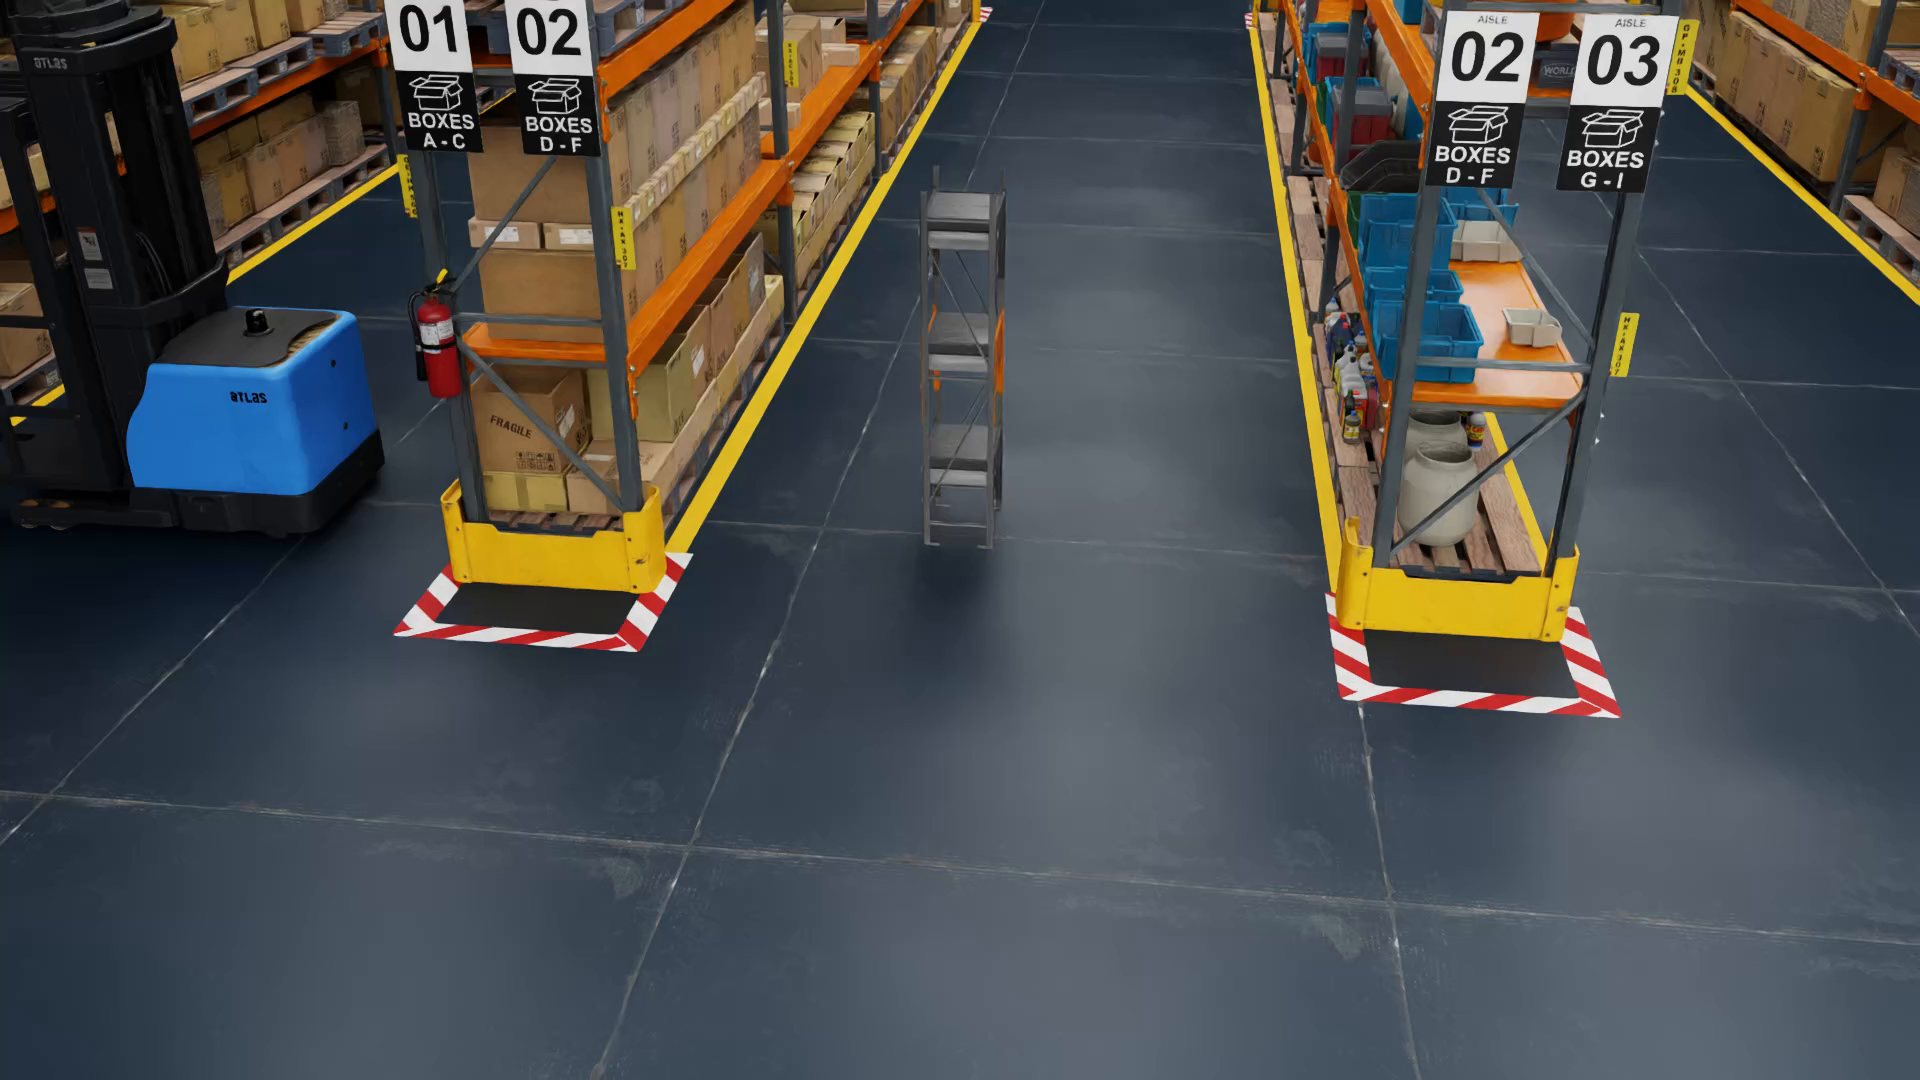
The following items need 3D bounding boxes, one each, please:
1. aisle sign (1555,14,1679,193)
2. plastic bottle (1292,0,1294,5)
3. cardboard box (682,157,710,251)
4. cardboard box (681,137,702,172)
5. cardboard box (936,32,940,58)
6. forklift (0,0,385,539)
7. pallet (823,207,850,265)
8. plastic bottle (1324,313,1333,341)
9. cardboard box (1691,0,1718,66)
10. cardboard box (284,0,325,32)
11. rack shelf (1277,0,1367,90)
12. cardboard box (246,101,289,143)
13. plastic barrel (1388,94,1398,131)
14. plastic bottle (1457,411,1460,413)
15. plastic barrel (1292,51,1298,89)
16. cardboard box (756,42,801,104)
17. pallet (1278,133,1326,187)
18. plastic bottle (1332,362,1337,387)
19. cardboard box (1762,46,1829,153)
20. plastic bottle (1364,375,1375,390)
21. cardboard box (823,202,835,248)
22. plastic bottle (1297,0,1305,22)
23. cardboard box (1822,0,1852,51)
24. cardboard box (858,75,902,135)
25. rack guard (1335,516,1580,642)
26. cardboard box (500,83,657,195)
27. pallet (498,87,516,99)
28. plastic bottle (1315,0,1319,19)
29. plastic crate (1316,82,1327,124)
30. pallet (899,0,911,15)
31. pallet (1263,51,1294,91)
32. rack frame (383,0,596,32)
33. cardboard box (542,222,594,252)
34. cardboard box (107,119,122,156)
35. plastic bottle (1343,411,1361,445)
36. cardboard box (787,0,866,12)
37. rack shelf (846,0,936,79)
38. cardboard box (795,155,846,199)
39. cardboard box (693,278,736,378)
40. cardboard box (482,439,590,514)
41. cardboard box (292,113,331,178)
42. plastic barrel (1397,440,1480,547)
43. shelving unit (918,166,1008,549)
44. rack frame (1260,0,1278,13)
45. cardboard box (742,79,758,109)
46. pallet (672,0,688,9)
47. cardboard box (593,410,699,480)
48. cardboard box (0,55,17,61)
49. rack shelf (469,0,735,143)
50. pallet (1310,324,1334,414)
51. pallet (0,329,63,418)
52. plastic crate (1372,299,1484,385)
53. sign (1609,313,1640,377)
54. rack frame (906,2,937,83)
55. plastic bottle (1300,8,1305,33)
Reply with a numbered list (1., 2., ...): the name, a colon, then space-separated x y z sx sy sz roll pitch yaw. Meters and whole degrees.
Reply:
1. aisle sign: 2.943 -1.950 7.466 0.394 0.787 0.004 3 28 6
2. plastic bottle: 3.554 -5.710 17.317 0.152 0.276 0.135 3 28 6
3. cardboard box: -1.998 -2.138 10.451 0.700 0.500 0.500 4 29 8
4. cardboard box: -1.804 -2.371 10.200 0.380 0.149 0.250 4 29 7
5. cardboard box: -0.518 -5.990 20.076 0.500 0.311 0.500 3 28 6
6. forklift: -5.186 -1.594 9.619 3.031 2.935 1.130 3 28 6
7. pallet: -1.566 -2.726 14.588 1.003 0.211 1.213 3 28 6
8. plastic bottle: 2.664 -1.529 11.912 0.097 0.201 0.097 0 28 0
9. cardboard box: 9.317 -6.196 19.887 0.875 0.875 0.875 3 28 6
10. cardboard box: -6.281 -4.949 15.205 0.700 0.500 0.500 1 28 1
11. rack shelf: 3.886 -5.247 17.085 1.077 0.370 4.000 3 28 6
12. cardboard box: -6.418 -3.772 14.971 0.500 0.250 0.500 3 28 6
13. plastic barrel: 3.465 -3.293 12.845 0.301 0.262 0.301 0 28 0
14. plastic bottle: 3.246 -0.893 10.657 0.097 0.271 0.097 0 28 0
15. plastic barrel: 4.047 -5.511 18.587 0.600 0.901 0.708 3 28 6
16. cardboard box: -1.590 -3.682 13.316 0.500 0.500 0.500 5 29 10
17. pallet: 3.696 -3.768 16.522 1.003 0.211 1.213 3 28 6
18. plastic bottle: 2.559 -1.125 11.161 0.097 0.201 0.097 0 28 0
19. cardboard box: 8.779 -4.327 16.416 1.225 0.875 0.875 3 29 6
20. plastic bottle: 2.667 -0.982 10.897 0.097 0.201 0.097 0 28 0
21. cardboard box: -1.345 -2.663 13.987 0.500 0.250 0.500 3 28 5
22. plastic bottle: 3.407 -5.324 16.593 0.061 0.283 0.133 3 28 6
23. cardboard box: 8.438 -4.859 15.502 0.500 0.500 0.500 3 28 6
24. cardboard box: -0.877 -4.450 17.018 0.500 0.500 0.500 2 28 4
25. rack guard: 2.623 0.205 8.842 1.175 0.500 0.348 3 28 6
26. cardboard box: -2.119 -2.253 9.296 0.700 0.500 0.500 3 28 5
27. pallet: -5.721 -5.486 19.710 1.003 0.211 1.213 3 28 6
28. plastic bottle: 3.573 -5.403 16.739 0.061 0.283 0.133 3 28 6
29. plastic crate: 3.084 -3.482 13.275 0.450 0.188 0.662 3 28 6
30. pallet: -1.041 -5.743 17.450 1.003 0.211 1.213 3 28 6
31. pallet: 4.183 -5.626 19.970 1.003 0.211 1.213 3 28 6
32. rack frame: -2.255 -3.787 7.292 1.000 3.000 0.127 3 28 6
33. cardboard box: -1.993 -1.648 8.857 0.380 0.149 0.250 3 28 6
34. cardboard box: -6.439 -3.017 12.325 0.500 0.250 0.500 3 29 6
35. plastic bottle: 2.451 -0.708 10.389 0.097 0.201 0.097 0 28 0
36. cardboard box: -1.309 -5.444 16.144 0.700 0.500 0.500 -6 29 -11
37. rack shelf: -1.030 -5.537 17.623 1.077 0.370 4.000 3 28 6
38. cardboard box: -1.280 -3.154 14.307 0.500 0.311 0.500 4 29 8
39. cardboard box: -1.782 -1.396 10.844 0.500 0.500 0.500 3 28 6
40. cardboard box: -2.482 -0.390 9.768 0.500 0.250 0.500 3 28 6
41. cardboard box: -6.406 -3.714 15.652 0.700 0.500 0.500 3 28 6
42. plastic barrel: 2.666 -0.260 9.251 0.421 0.512 0.421 0 28 0
43. shelving unit: 0.020 -1.002 9.397 0.431 2.100 0.503 3 28 6
44. rack frame: 4.621 -8.388 22.157 1.000 3.000 0.127 3 28 6
45. cardboard box: -1.618 -3.102 11.556 0.380 0.149 0.250 3 28 5
46. pallet: -1.996 -3.335 9.708 1.003 0.211 1.213 3 28 6
47. cardboard box: -1.911 -0.596 10.149 0.500 0.250 0.500 3 28 6
48. cardboard box: -6.488 -3.112 11.711 0.500 0.500 0.500 3 28 6
49. rack shelf: -2.010 -3.091 9.922 1.077 0.370 4.000 3 28 6
50. pallet: 3.027 -1.198 11.751 1.003 0.211 1.213 3 28 6
51. pallet: -6.876 -1.193 11.743 1.003 0.211 1.213 3 28 6
52. plastic crate: 2.425 -1.044 8.682 0.499 0.251 0.616 3 28 6
53. sign: 3.206 -0.944 8.048 0.100 0.325 0.005 3 28 6
54. rack frame: -0.785 -6.795 19.200 1.000 3.000 0.127 3 28 6
55. plastic bottle: 3.351 -5.034 16.068 0.097 0.271 0.097 0 28 0
